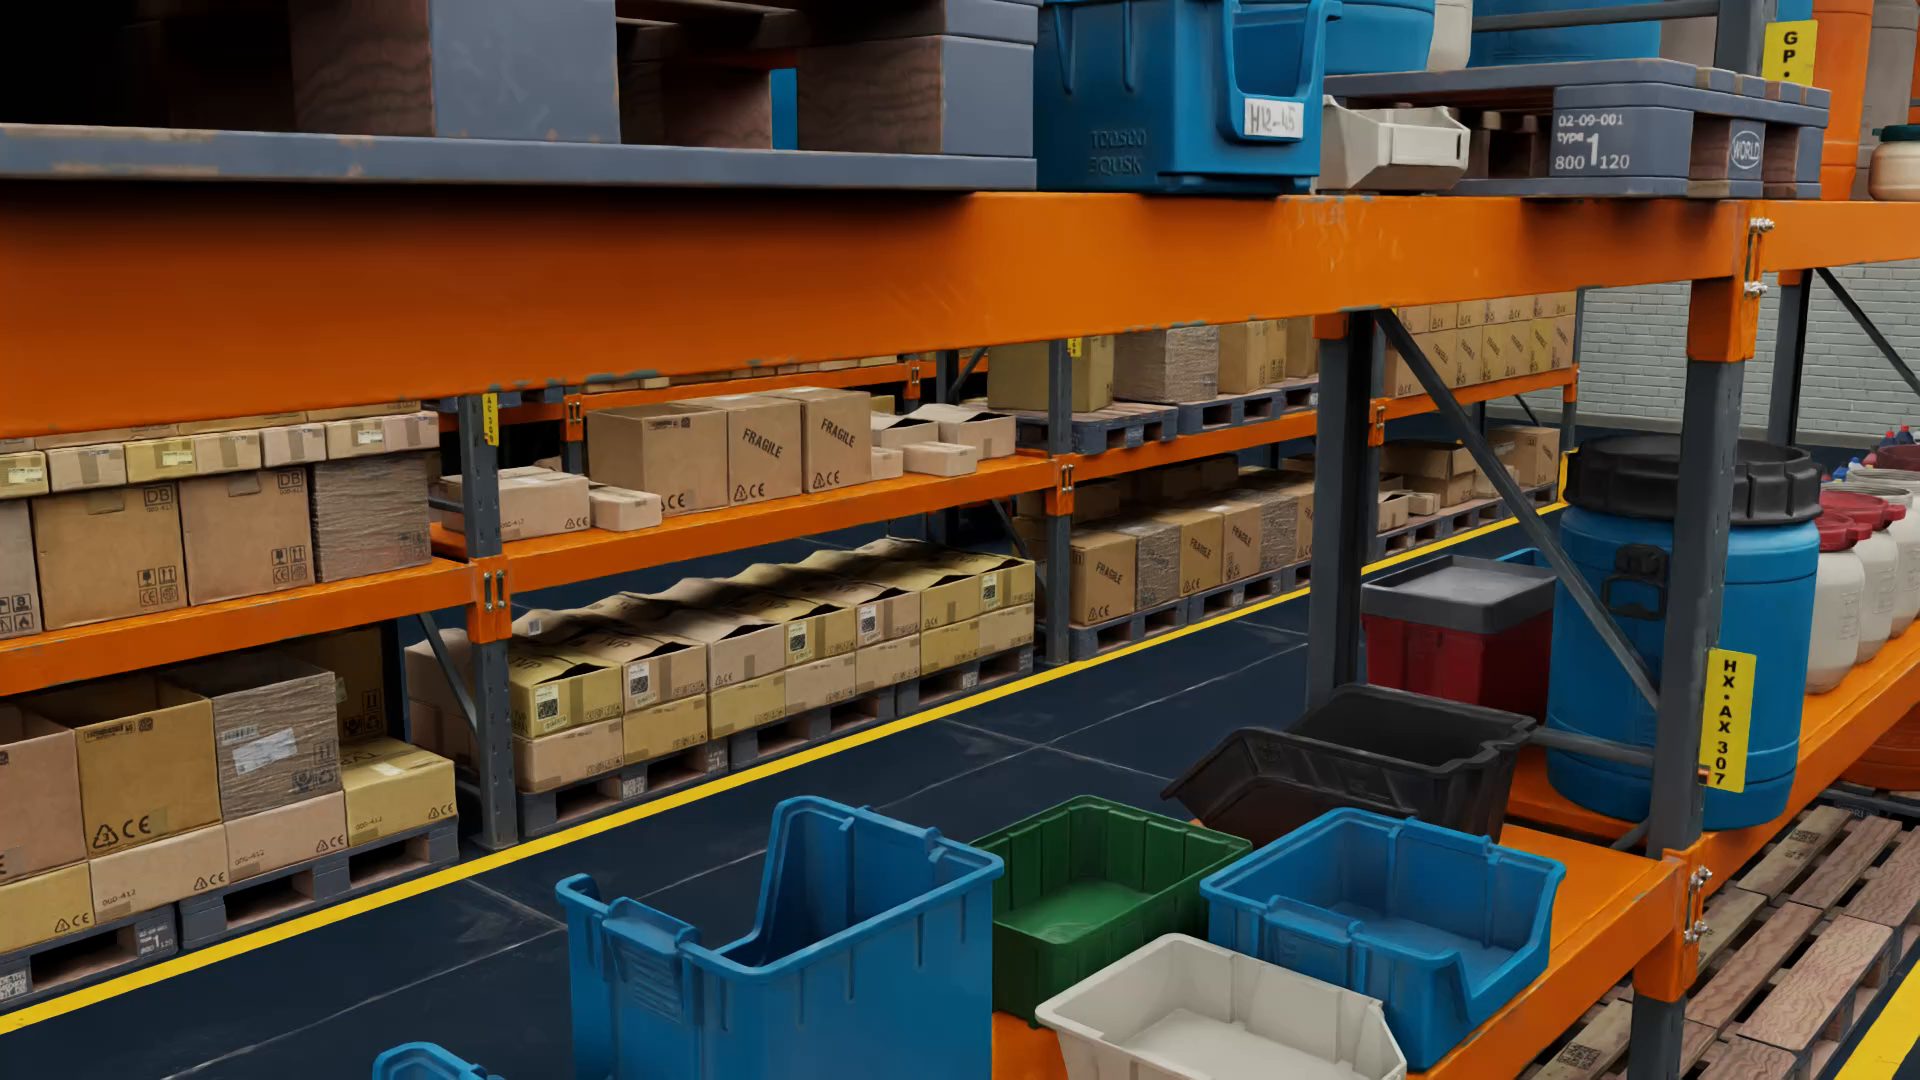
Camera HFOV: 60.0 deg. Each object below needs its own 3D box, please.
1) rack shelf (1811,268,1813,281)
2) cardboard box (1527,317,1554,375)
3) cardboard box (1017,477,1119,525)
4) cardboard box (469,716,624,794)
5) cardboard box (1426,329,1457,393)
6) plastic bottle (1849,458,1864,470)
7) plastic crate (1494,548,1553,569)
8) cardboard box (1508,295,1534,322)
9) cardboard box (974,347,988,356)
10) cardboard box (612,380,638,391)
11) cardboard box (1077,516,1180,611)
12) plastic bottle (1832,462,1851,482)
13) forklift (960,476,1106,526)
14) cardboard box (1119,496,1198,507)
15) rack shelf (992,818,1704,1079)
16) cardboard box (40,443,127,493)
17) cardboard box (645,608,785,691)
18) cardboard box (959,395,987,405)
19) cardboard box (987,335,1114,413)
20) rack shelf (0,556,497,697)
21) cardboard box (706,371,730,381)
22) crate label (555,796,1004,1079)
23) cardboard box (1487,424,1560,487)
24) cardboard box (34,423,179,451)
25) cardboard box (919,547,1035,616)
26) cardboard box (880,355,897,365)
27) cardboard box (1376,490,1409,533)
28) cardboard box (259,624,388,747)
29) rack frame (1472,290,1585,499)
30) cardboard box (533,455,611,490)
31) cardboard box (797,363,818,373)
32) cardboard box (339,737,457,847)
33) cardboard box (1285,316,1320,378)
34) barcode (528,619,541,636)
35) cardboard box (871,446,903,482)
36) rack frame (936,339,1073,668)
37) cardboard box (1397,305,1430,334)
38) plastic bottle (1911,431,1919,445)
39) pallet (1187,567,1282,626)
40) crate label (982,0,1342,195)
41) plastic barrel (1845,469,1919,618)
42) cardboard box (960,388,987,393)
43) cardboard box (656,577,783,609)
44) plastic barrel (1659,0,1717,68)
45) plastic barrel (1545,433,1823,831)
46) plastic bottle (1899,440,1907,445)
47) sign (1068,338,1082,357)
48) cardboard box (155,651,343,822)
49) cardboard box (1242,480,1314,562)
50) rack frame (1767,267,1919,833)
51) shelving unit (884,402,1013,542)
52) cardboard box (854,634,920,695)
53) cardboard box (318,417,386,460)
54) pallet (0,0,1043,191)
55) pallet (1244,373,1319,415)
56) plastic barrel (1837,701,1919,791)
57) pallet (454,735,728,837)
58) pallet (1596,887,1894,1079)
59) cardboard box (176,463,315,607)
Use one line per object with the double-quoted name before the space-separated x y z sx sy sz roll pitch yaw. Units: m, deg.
"rack shelf" 5.300 -1.527 8.375 1.077 0.370 4.000 10 15 40
"cardboard box" 5.112 -1.804 15.327 0.500 0.500 0.500 10 15 41
"cardboard box" 0.737 -0.290 11.348 0.500 0.250 0.500 11 15 42
"cardboard box" -1.926 0.948 7.753 0.500 0.250 0.500 9 15 39
"cardboard box" 3.779 -1.508 13.850 0.500 0.500 0.500 10 15 41
"plastic bottle" 4.426 -0.272 8.242 0.097 0.271 0.097 0 11 0
"plastic crate" 1.834 0.279 5.194 0.392 0.384 0.575 10 15 40
"cardboard box" 4.784 -2.219 14.856 0.500 0.500 0.500 10 15 42
"cardboard box" 0.035 -2.315 17.379 0.980 0.700 0.700 9 15 39
"cardboard box" -2.898 -1.336 13.834 0.380 0.149 0.250 10 15 41
"cardboard box" 1.118 0.147 11.076 0.500 0.500 0.500 9 14 38
"plastic bottle" 4.297 -0.243 8.099 0.097 0.271 0.097 0 11 0
"forklift" 1.406 -1.705 15.267 3.031 2.935 1.130 -11 16 -43
"cardboard box" 1.386 -0.067 12.149 0.500 0.500 0.500 9 14 38
"rack shelf" 0.019 1.121 2.776 1.077 0.370 4.000 10 15 40
"cardboard box" -3.237 -0.280 6.041 0.380 0.149 0.250 10 15 42
"cardboard box" -1.244 0.523 8.452 0.500 0.311 0.500 9 14 38
"cardboard box" 0.113 -1.406 17.244 0.380 0.149 0.250 10 15 42
"cardboard box" 0.593 -1.118 10.821 0.700 0.500 0.500 4 12 21
"rack shelf" -3.699 0.480 5.985 1.077 0.370 4.000 10 15 40
"cardboard box" -2.242 -1.493 14.620 0.380 0.149 0.250 10 15 41
"crate label" -0.289 0.740 2.760 0.502 0.435 0.616 10 15 40
"cardboard box" 5.369 -0.810 15.869 0.500 0.500 0.500 10 15 40
"cardboard box" -3.330 -0.638 6.179 0.700 0.500 0.500 10 15 40
"cardboard box" 0.101 0.221 9.963 0.500 0.311 0.500 10 15 42
"cardboard box" -0.832 -1.784 16.075 0.380 0.149 0.250 10 15 41
"cardboard box" 3.342 -0.275 13.671 0.500 0.311 0.500 10 15 40
"cardboard box" -2.920 0.636 7.404 0.500 0.500 0.500 10 15 40
"rack frame" 5.543 -1.932 16.228 1.000 3.000 0.127 10 15 40
"cardboard box" -1.936 -0.254 8.168 0.396 0.266 0.258 9 15 39
"cardboard box" -1.527 -1.638 15.343 0.380 0.149 0.250 10 15 40
"cardboard box" -2.521 1.072 7.133 0.500 0.250 0.500 10 15 40
"cardboard box" 2.421 -1.558 13.026 0.700 0.500 0.500 4 12 21
"barcode" -1.897 0.389 7.414 0.001 0.075 0.075 10 15 40
"cardboard box" -0.538 -0.437 9.383 0.250 0.149 0.380 -11 16 -43
"rack frame" 0.262 -0.755 10.335 1.000 3.000 0.127 10 15 40
"cardboard box" 3.425 -1.916 13.338 0.500 0.500 0.500 10 15 42
"plastic bottle" 5.265 -0.453 9.137 0.152 0.276 0.135 10 15 40
"pallet" 1.588 0.329 12.028 1.003 0.211 1.213 10 15 40
"crate label" 0.183 -0.568 2.118 0.502 0.251 0.408 10 15 40
"plastic barrel" 3.462 0.010 6.218 0.421 0.512 0.421 0 11 0
"cardboard box" 0.192 -1.537 17.901 0.380 0.149 0.250 10 15 41
"cardboard box" -1.322 0.380 9.166 0.500 0.311 0.500 10 15 40
"plastic barrel" 1.944 -1.442 4.833 0.600 0.901 0.600 0 11 0
"plastic barrel" 1.822 0.211 4.218 0.600 0.901 0.708 10 15 40
"plastic bottle" 4.937 -0.379 8.748 0.061 0.283 0.133 10 15 40
"sign" 0.681 -1.252 9.864 0.100 0.325 0.005 10 15 40
"cardboard box" -2.859 0.776 6.699 0.500 0.500 0.500 10 15 40
"cardboard box" 2.459 -0.152 12.575 0.500 0.500 0.500 10 15 41
"rack frame" 3.980 -0.114 7.125 1.000 3.000 0.127 10 15 40
"shelving unit" -0.089 -0.542 14.038 0.538 1.125 1.048 11 16 44
"cardboard box" -0.574 0.646 9.267 0.500 0.250 0.500 10 15 42
"cardboard box" -2.562 -0.430 6.795 0.380 0.149 0.250 9 15 39
"pallet" -0.681 -0.425 1.503 1.003 0.211 1.213 10 15 40
"pallet" 2.293 -1.146 12.782 1.003 0.211 1.213 10 15 40
"plastic barrel" 4.290 0.670 7.668 0.600 0.830 0.708 10 15 40
"pallet" -1.922 1.087 8.229 1.003 0.211 1.213 10 15 40
"pallet" 2.634 1.541 5.958 1.003 0.211 1.213 10 15 40
"cardboard box" -3.010 -0.071 6.655 0.700 0.500 0.500 10 15 40
